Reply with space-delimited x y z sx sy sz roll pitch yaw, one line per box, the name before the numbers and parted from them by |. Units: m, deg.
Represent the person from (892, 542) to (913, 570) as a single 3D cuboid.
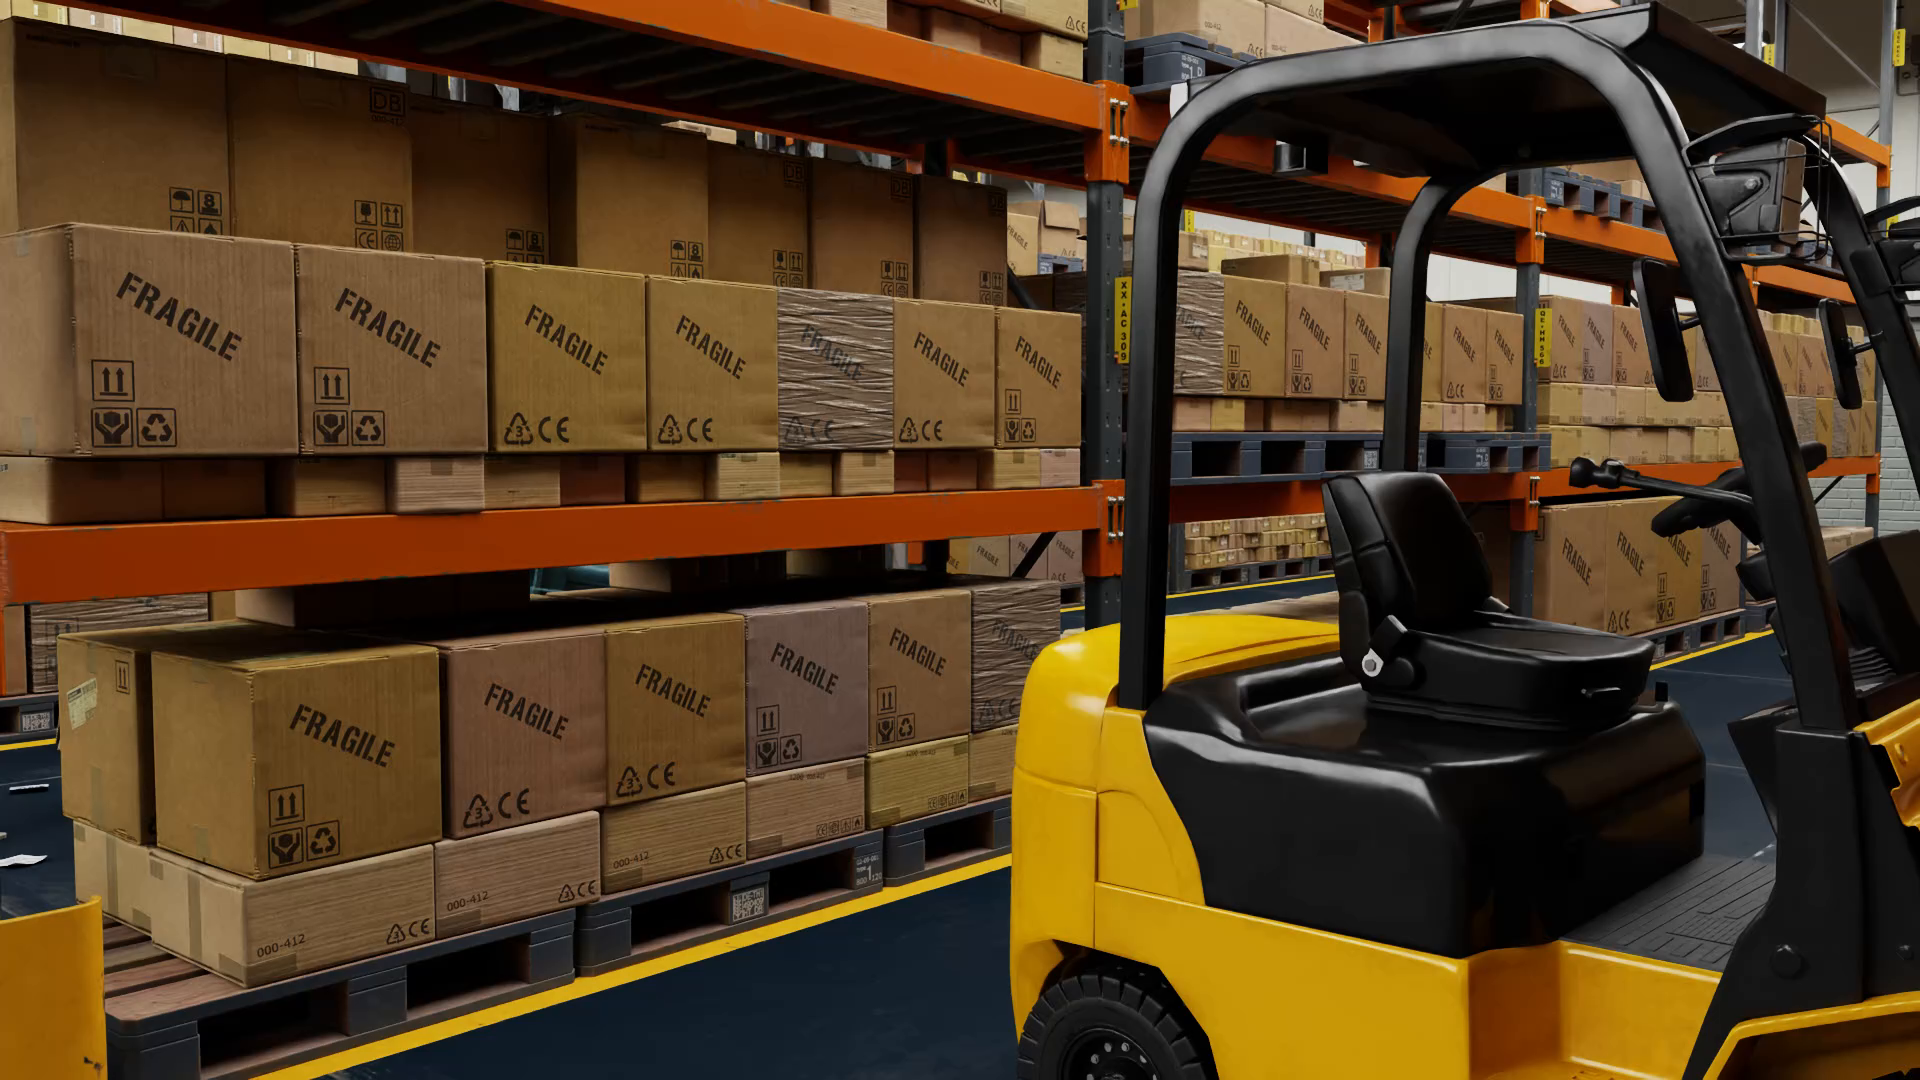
person | -0.285 -0.062 11.490 0.436 1.668 0.359 3 5 42
